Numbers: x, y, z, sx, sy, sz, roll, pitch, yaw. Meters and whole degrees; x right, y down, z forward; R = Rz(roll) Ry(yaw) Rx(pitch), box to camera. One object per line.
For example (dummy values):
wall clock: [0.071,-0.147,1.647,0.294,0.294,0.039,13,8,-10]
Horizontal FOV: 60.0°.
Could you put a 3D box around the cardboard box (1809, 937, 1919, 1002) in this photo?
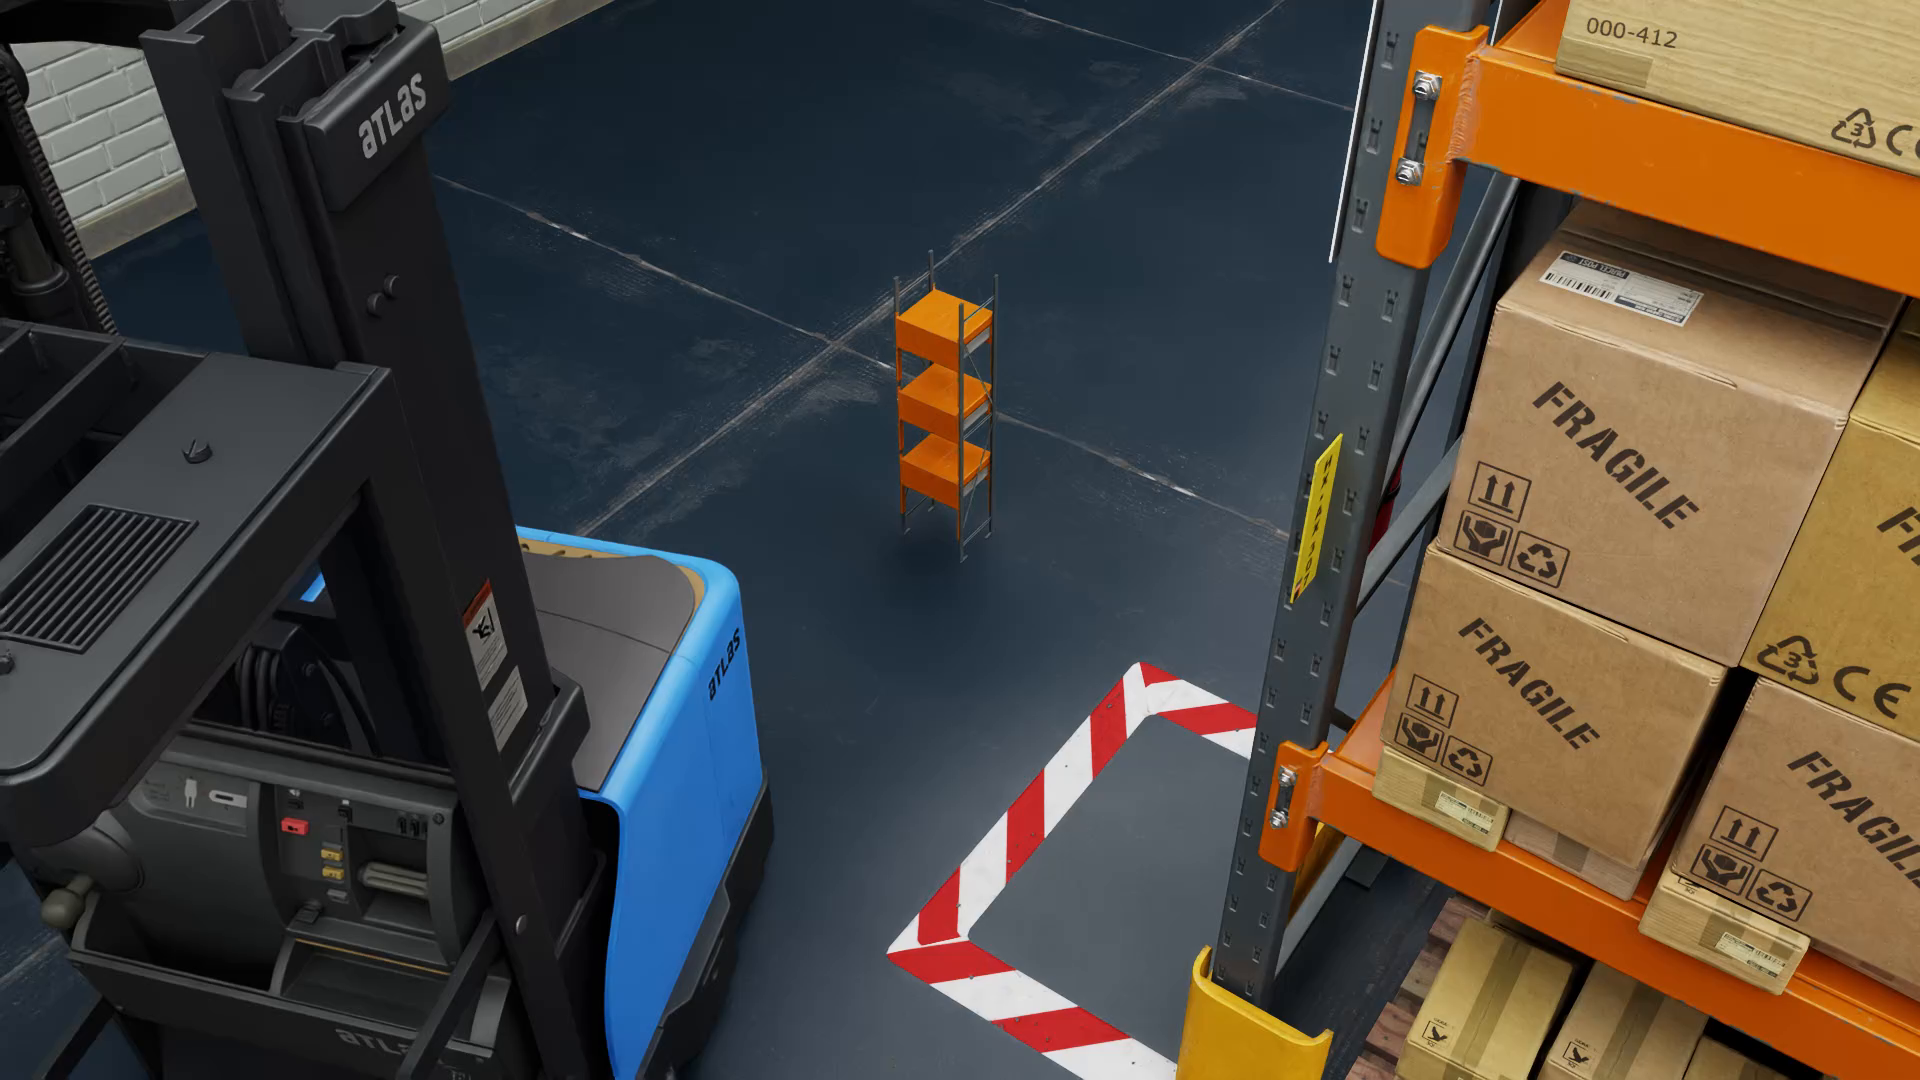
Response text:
cardboard box: [1.721,0.620,2.996,0.250,0.149,0.380,27,49,27]

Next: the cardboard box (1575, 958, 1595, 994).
cardboard box: [1.750,1.029,4.174,0.250,0.149,0.380,27,48,27]

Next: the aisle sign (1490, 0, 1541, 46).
aisle sign: [1.043,-1.168,2.857,0.004,0.787,0.394,25,48,25]

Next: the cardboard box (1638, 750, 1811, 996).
cardboard box: [1.430,0.596,3.023,0.250,0.149,0.380,24,47,24]

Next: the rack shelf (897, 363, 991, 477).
rack shelf: [-0.044,-0.404,5.430,0.240,0.259,0.215,25,48,25]

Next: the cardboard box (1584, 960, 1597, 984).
cardboard box: [1.710,0.963,4.024,0.250,0.149,0.380,24,47,24]

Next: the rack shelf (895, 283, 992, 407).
rack shelf: [-0.044,-0.615,5.241,0.240,0.259,0.215,25,48,25]

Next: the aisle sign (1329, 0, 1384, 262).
aisle sign: [0.699,-0.841,2.491,0.004,0.787,0.394,25,48,25]

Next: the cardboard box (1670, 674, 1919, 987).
cardboard box: [1.593,0.358,2.803,0.500,0.500,0.500,25,48,25]

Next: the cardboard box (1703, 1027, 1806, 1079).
cardboard box: [1.917,1.177,4.008,0.250,0.149,0.380,25,47,25]

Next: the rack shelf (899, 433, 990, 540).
rack shelf: [-0.044,-0.197,5.615,0.240,0.259,0.215,25,48,25]

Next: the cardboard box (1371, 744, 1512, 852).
cardboard box: [1.008,0.389,3.254,0.250,0.149,0.380,25,47,25]

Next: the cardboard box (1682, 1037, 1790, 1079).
cardboard box: [1.592,1.269,3.460,0.250,0.149,0.380,25,47,25]

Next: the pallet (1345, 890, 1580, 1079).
pallet: [1.638,1.391,4.037,1.213,0.211,1.003,25,48,25]

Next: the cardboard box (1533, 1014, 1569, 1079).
cardboard box: [1.437,1.329,3.838,0.250,0.149,0.380,25,47,25]

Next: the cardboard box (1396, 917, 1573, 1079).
cardboard box: [1.165,1.062,3.690,0.250,0.149,0.380,23,47,24]

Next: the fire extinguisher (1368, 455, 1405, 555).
fire extinguisher: [0.990,-0.189,4.049,0.183,0.674,0.296,25,48,25]

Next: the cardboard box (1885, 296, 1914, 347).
cardboard box: [1.448,-0.489,2.999,0.500,0.500,0.500,24,47,25]

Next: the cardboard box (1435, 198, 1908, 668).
cardboard box: [1.146,-0.212,2.689,0.500,0.500,0.500,25,47,25]

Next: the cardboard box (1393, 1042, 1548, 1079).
cardboard box: [1.176,1.273,3.900,0.250,0.149,0.380,26,48,26]

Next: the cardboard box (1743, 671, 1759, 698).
cardboard box: [1.865,0.076,3.118,0.500,0.500,0.500,24,47,25]

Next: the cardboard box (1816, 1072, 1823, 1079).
cardboard box: [2.114,1.191,3.770,0.250,0.149,0.380,25,47,25]

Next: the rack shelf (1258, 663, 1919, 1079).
rack shelf: [2.568,1.026,2.893,4.000,0.370,1.077,25,48,25]

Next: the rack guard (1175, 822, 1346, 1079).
rack guard: [0.993,0.953,4.310,0.348,0.500,1.175,25,48,25]

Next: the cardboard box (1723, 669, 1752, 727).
cardboard box: [1.756,0.260,3.399,0.250,0.149,0.380,25,47,25]

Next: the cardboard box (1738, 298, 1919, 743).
cardboard box: [1.563,-0.022,2.477,0.500,0.500,0.500,26,48,26]

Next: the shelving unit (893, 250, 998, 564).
shelving unit: [-0.044,-0.412,5.423,0.252,1.050,0.215,25,48,25]

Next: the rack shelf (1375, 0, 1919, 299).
rack shelf: [2.568,-0.092,1.893,4.000,0.370,1.077,25,48,25]

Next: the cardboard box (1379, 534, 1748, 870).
cardboard box: [1.140,0.167,3.016,0.500,0.500,0.500,27,49,27]

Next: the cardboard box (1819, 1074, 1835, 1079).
cardboard box: [1.843,1.318,3.404,0.250,0.149,0.380,23,47,23]

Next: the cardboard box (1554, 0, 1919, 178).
cardboard box: [1.152,-0.758,2.211,0.500,0.250,0.500,27,48,27]

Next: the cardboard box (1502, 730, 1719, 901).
cardboard box: [1.240,0.464,3.171,0.250,0.149,0.380,27,48,27]

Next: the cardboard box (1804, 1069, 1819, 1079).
cardboard box: [2.127,1.264,3.910,0.250,0.149,0.380,26,48,26]

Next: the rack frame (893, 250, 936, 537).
rack frame: [-0.144,-0.458,5.475,0.008,1.050,0.200,25,48,25]

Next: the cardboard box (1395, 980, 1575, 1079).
cardboard box: [1.213,1.128,3.840,0.250,0.149,0.380,27,48,27]

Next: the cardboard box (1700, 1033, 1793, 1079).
cardboard box: [1.655,1.309,3.638,0.250,0.149,0.380,26,48,26]

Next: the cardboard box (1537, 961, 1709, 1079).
cardboard box: [1.460,1.102,3.645,0.250,0.149,0.380,26,48,26]

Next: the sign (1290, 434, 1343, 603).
sign: [0.620,-0.034,2.890,0.005,0.325,0.100,25,48,25]

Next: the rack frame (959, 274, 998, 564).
rack frame: [0.056,-0.365,5.371,0.008,1.050,0.200,25,48,25]

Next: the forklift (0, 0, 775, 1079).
forklift: [-1.378,0.640,2.837,1.130,2.935,3.031,9,43,10]

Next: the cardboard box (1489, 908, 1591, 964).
cardboard box: [1.527,0.833,4.169,0.250,0.149,0.380,24,47,24]

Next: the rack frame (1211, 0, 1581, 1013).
rack frame: [0.931,-0.008,3.509,0.127,3.000,1.000,25,48,25]

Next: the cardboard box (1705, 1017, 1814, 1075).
cardboard box: [1.953,1.031,3.948,0.250,0.149,0.380,23,47,24]

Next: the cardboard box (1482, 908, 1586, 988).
cardboard box: [1.482,0.986,4.222,0.250,0.149,0.380,26,48,26]
